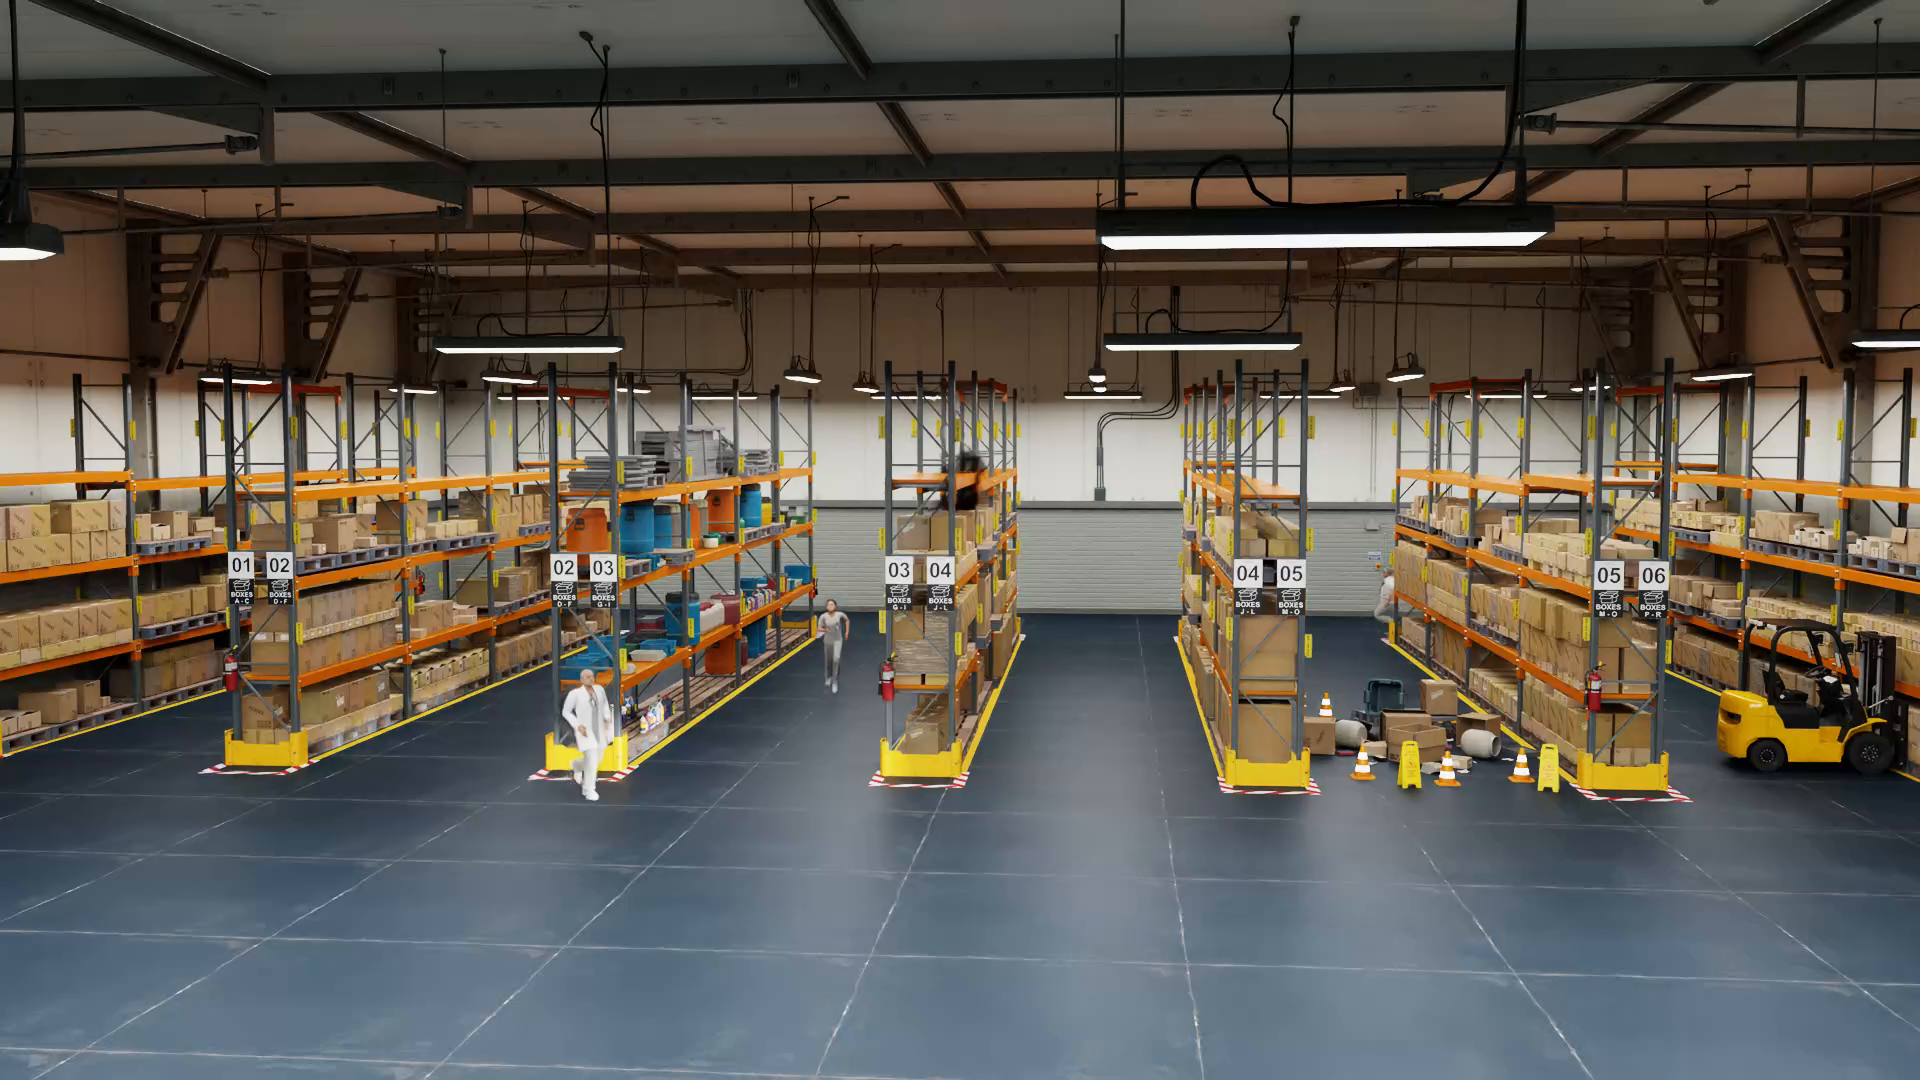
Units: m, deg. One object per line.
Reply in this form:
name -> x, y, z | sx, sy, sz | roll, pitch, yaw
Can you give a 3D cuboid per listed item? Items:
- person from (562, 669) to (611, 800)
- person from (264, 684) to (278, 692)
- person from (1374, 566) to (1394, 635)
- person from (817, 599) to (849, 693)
person -> -5.144, 2.641, 22.812 | 0.719, 1.776, 0.730 | -4, 5, -45
person -> -12.152, 2.202, 29.387 | 0.575, 1.685, 0.938 | 0, 4, -1
person -> 10.349, 1.484, 40.460 | 0.532, 1.714, 0.716 | 1, 4, 20
person -> -2.351, 1.929, 30.889 | 0.573, 1.702, 0.875 | 0, 4, 0
